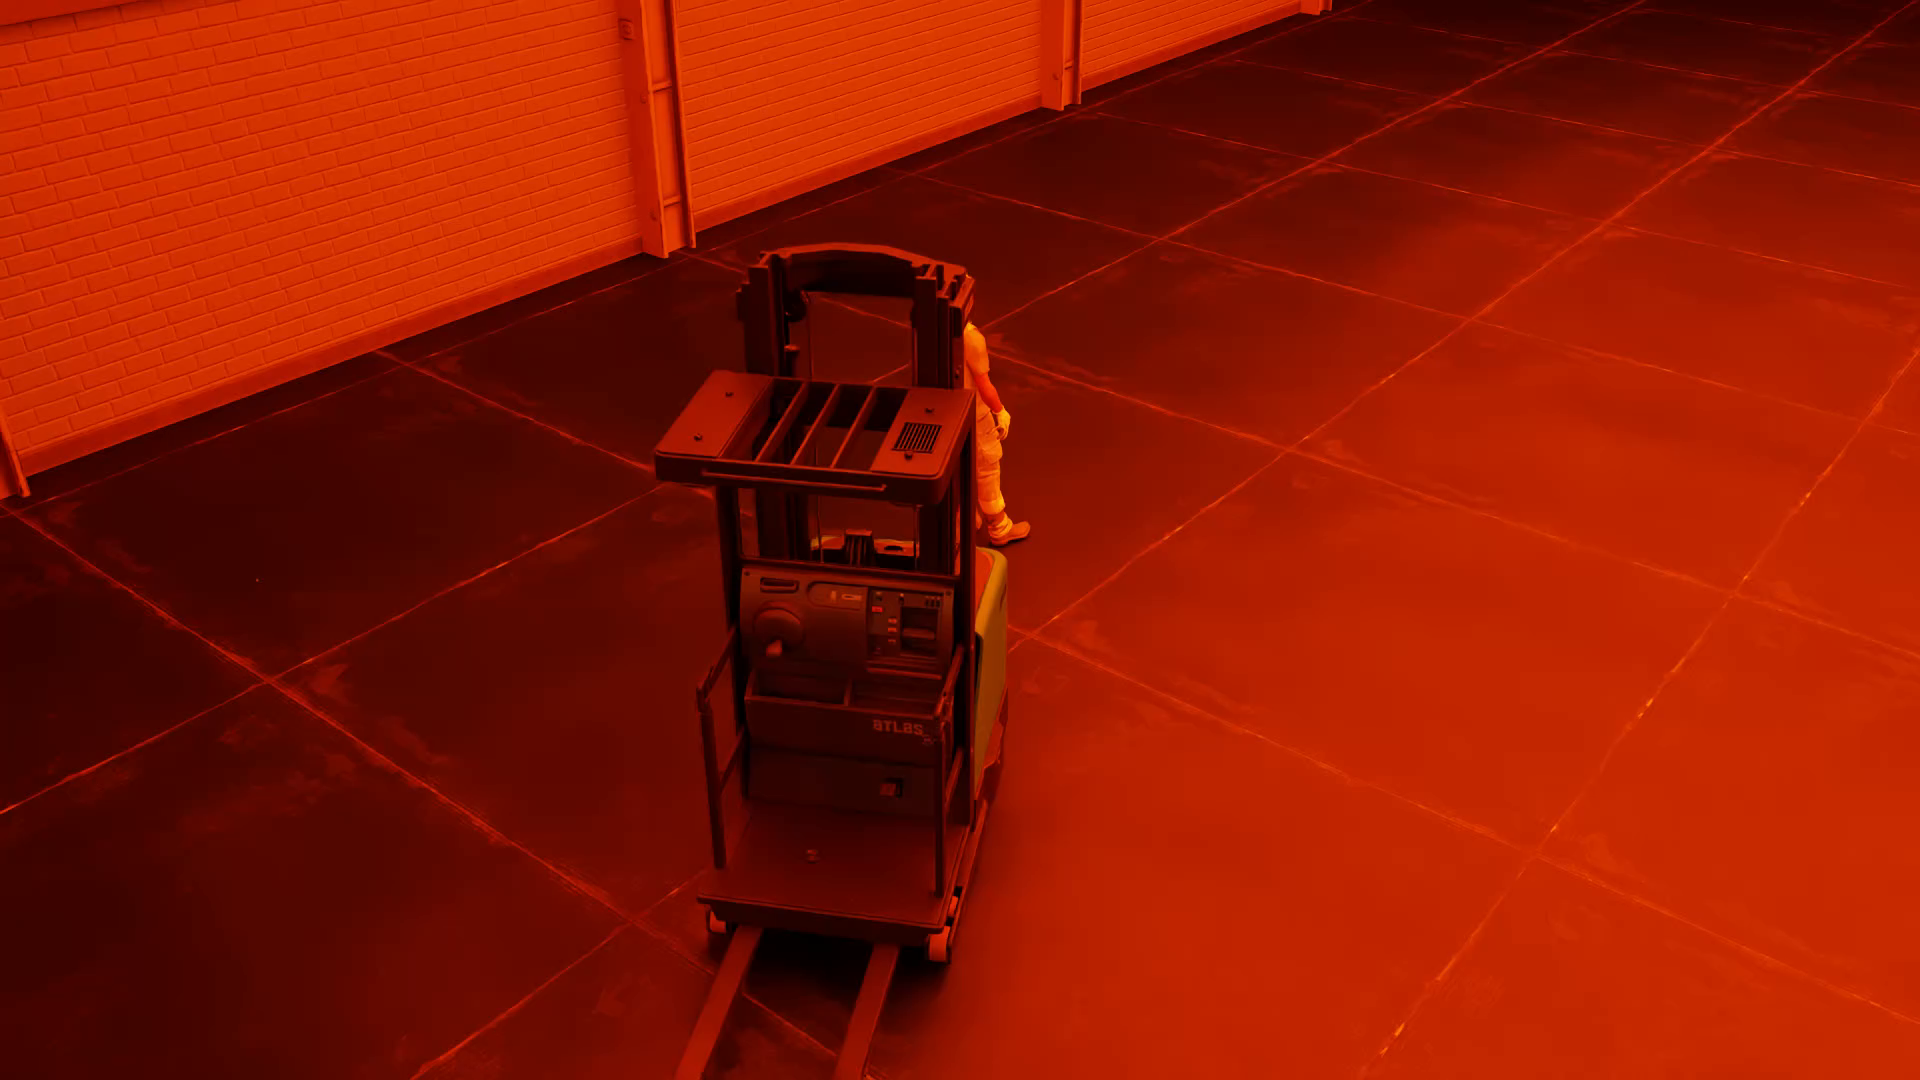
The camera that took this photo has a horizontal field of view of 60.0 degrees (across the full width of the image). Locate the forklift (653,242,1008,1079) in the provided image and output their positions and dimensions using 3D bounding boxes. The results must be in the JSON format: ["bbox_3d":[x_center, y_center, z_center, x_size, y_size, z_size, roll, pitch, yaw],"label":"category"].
[{"bbox_3d":[-0.522,0.393,6.923,1.130,2.935,3.031,5,31,9],"label":"forklift"}]

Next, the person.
[{"bbox_3d":[0.060,-0.806,10.092,0.637,1.787,0.564,22,37,33],"label":"person"}]
